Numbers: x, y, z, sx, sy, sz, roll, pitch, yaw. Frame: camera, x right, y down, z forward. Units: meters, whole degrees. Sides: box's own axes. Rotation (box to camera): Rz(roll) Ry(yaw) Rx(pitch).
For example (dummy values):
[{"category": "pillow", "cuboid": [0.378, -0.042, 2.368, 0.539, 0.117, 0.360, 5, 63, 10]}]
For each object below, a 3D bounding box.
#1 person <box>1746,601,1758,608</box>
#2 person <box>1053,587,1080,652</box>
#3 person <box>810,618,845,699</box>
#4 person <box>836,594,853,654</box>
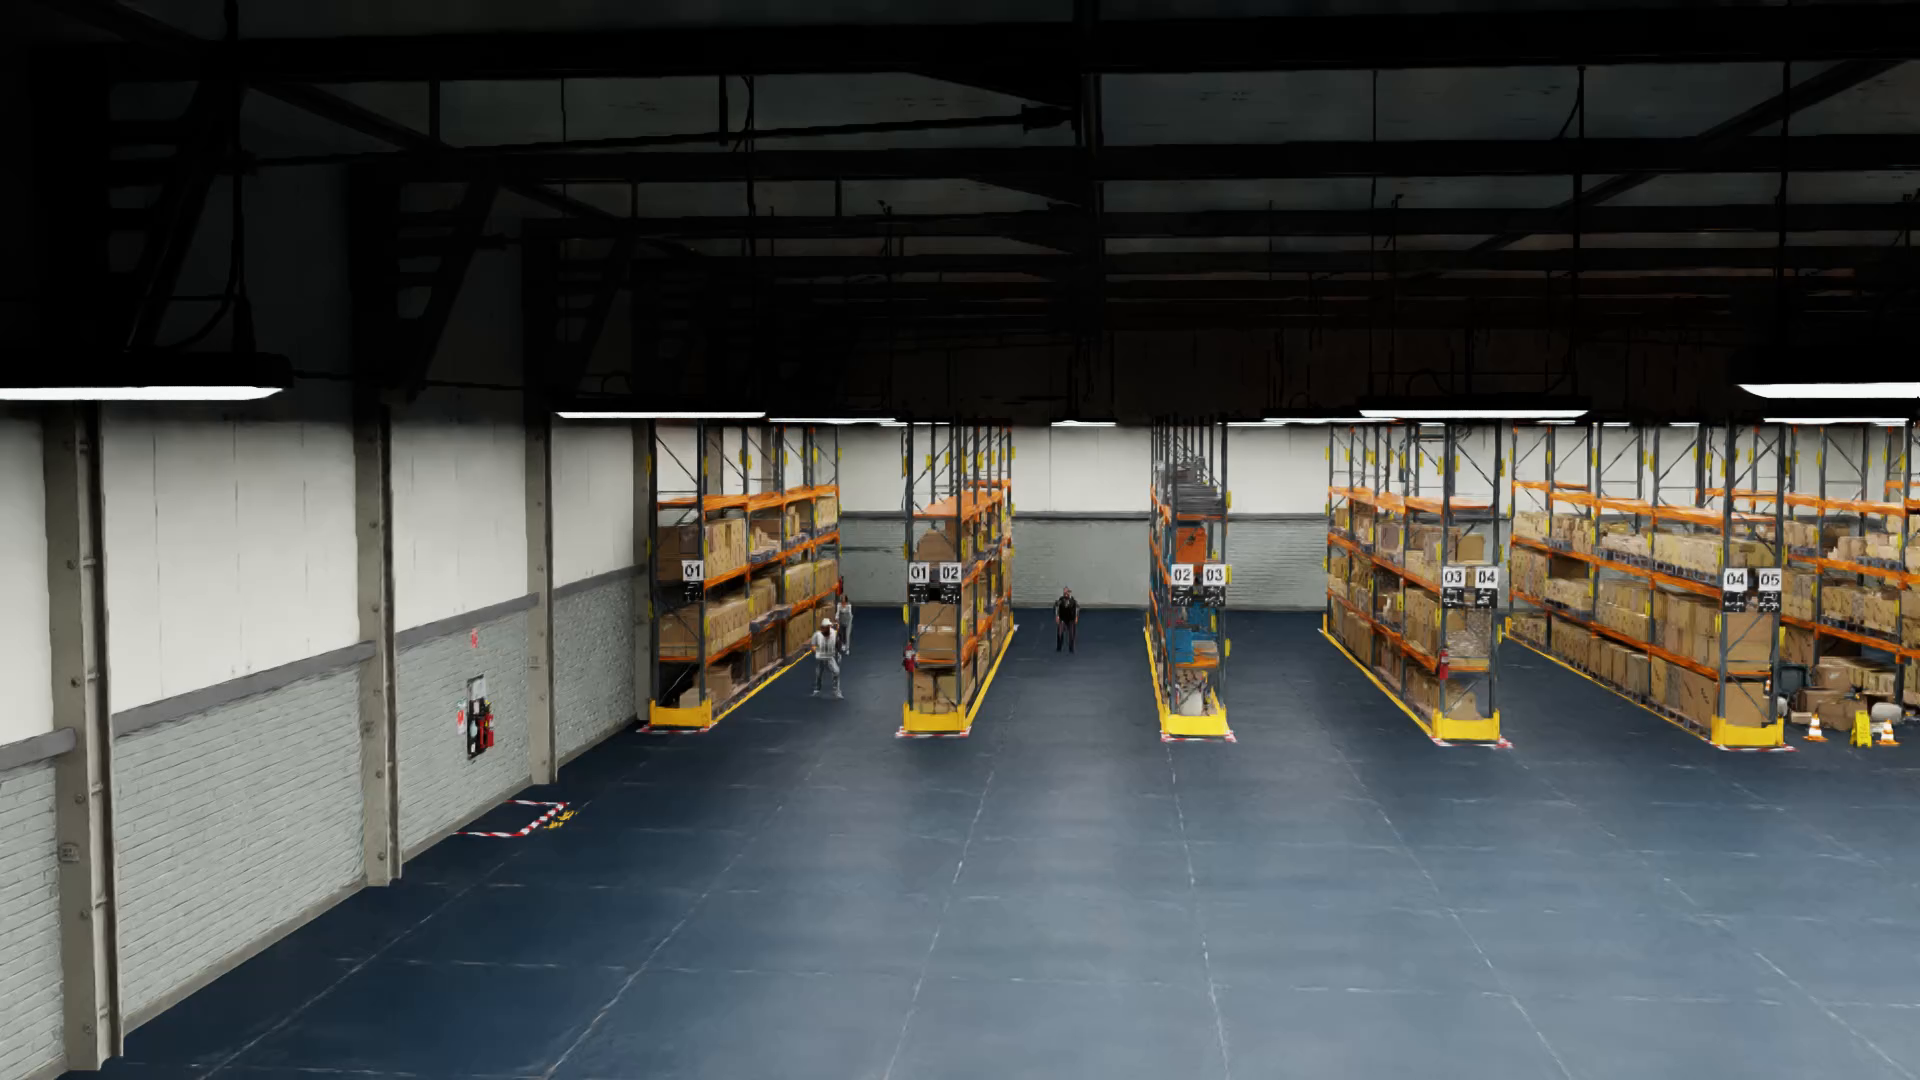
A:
[{"category": "person", "cuboid": [18.501, 2.254, 38.972, 0.549, 1.663, 0.585, 2, 4, 27]}, {"category": "person", "cuboid": [2.731, 2.031, 42.564, 0.677, 1.674, 0.534, 0, 4, 3]}, {"category": "person", "cuboid": [-2.836, 2.490, 35.174, 0.701, 1.718, 0.849, -1, 4, -11]}, {"category": "person", "cuboid": [-2.945, 2.107, 42.219, 0.418, 1.514, 1.039, 0, 4, 3]}]
